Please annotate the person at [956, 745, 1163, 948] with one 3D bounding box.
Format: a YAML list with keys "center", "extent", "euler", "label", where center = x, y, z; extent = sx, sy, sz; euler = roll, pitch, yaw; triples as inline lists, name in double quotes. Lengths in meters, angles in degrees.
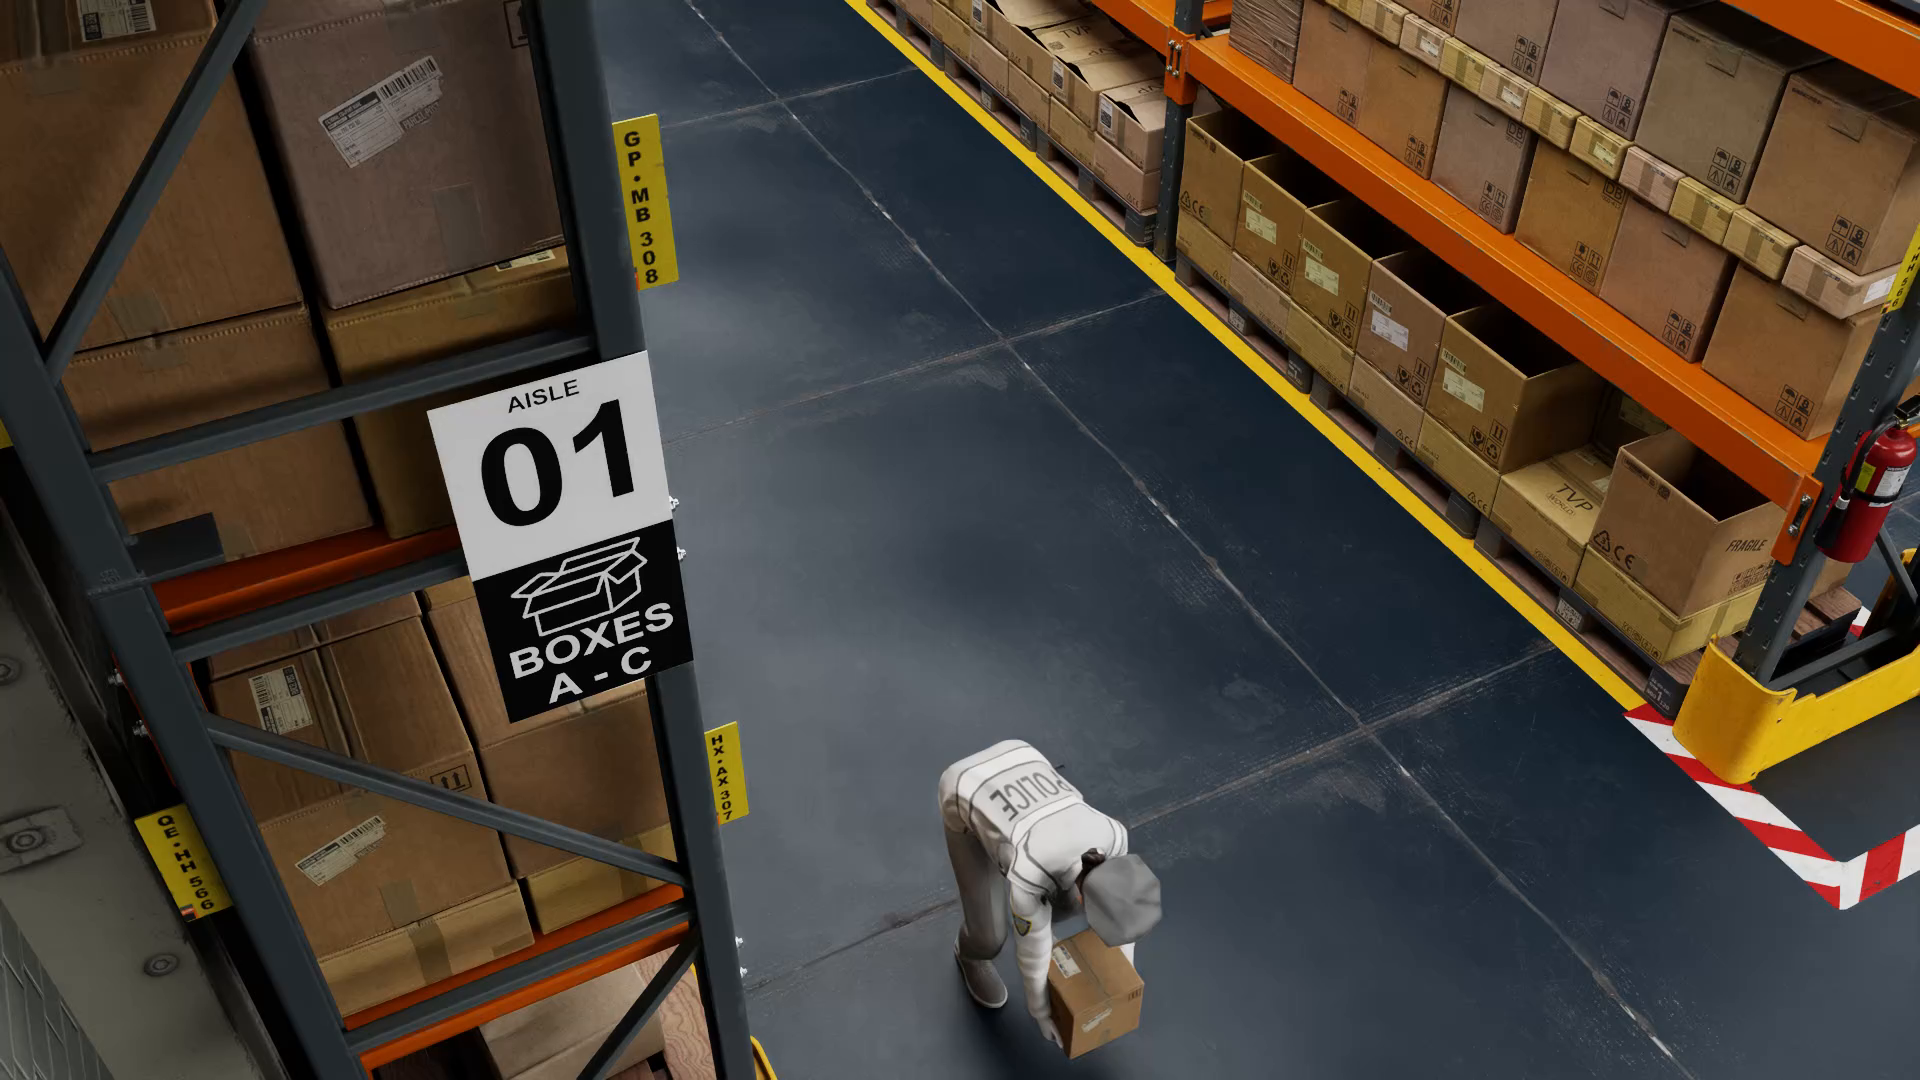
- center: [0.283, 0.892, 5.034]
  extent: [0.384, 0.388, 0.910]
  euler: [-21, 46, -22]
  label: "person"
